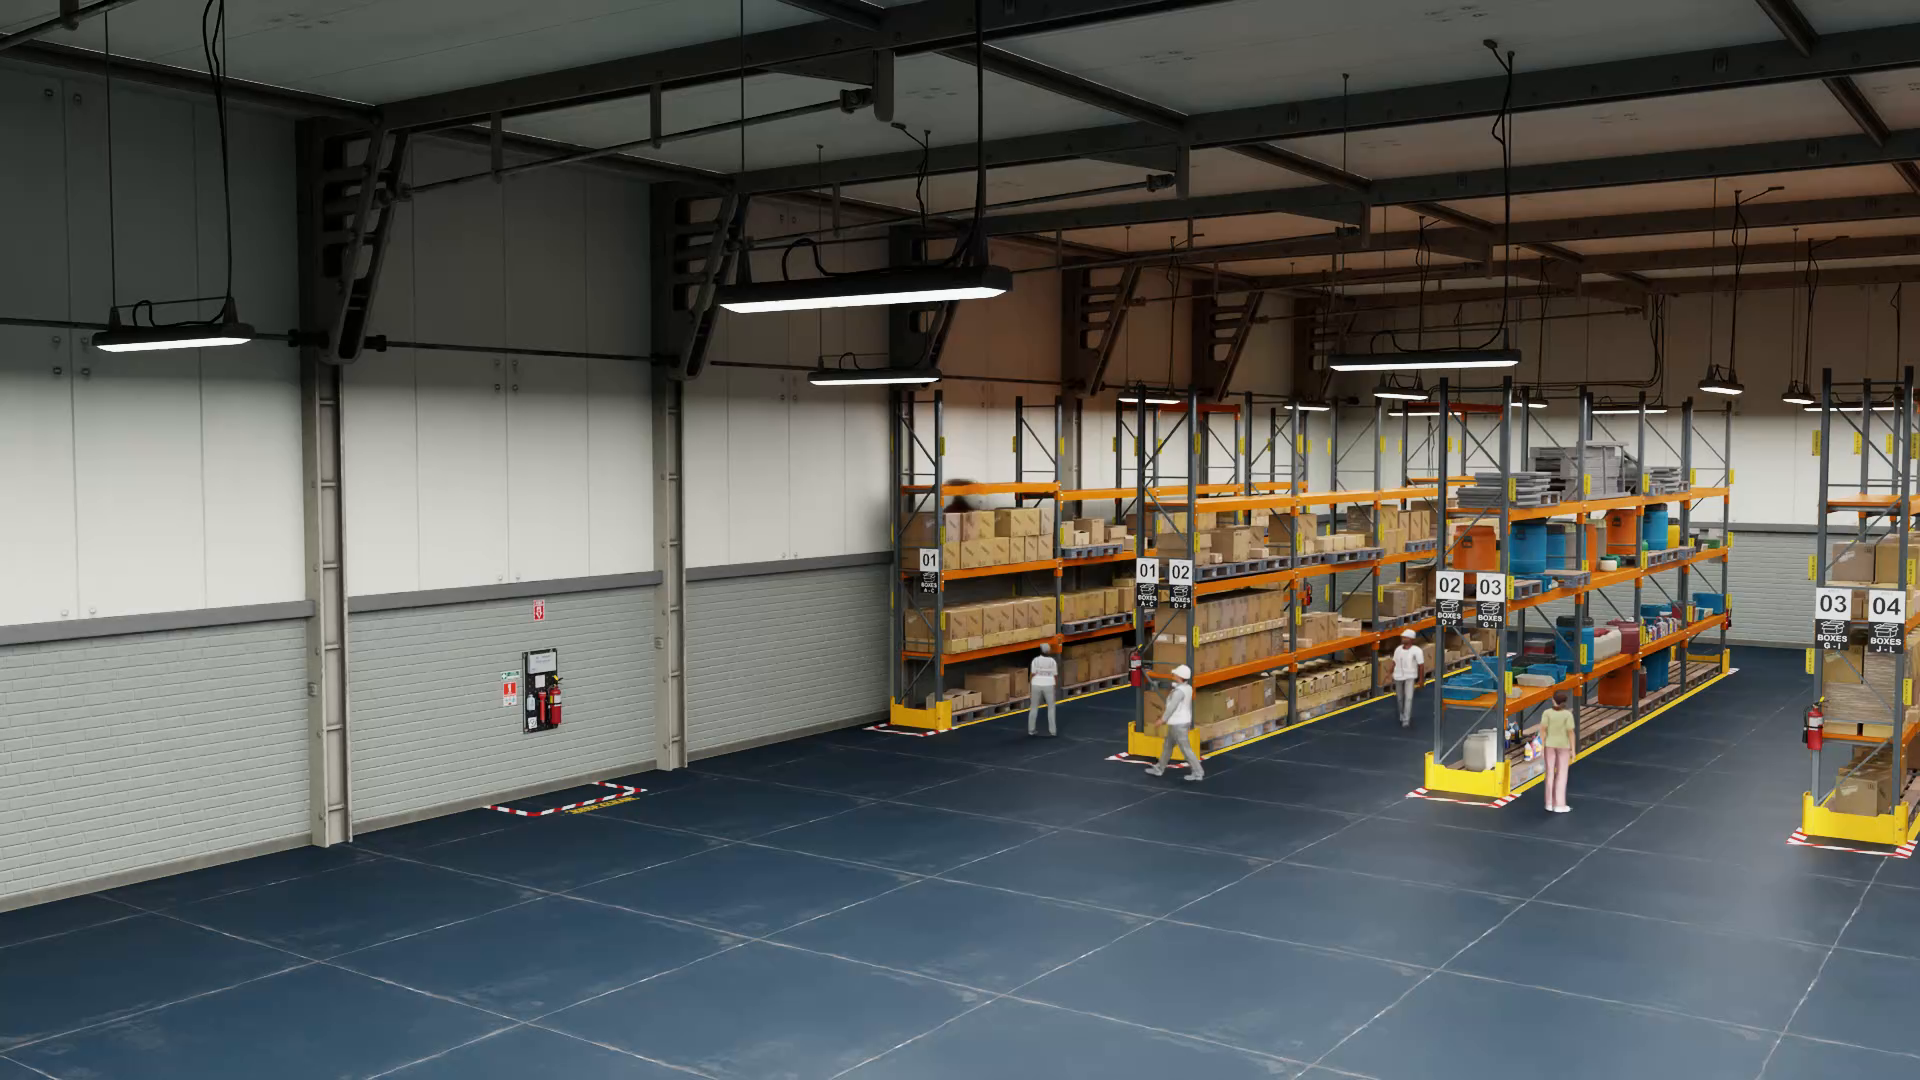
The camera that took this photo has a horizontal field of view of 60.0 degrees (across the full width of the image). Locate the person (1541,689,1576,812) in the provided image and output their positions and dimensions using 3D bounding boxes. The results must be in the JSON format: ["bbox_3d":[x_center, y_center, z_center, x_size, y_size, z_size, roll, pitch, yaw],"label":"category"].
[{"bbox_3d":[8.189,2.881,22.760,0.461,1.677,0.349,2,4,36],"label":"person"}]

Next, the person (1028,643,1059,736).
[{"bbox_3d":[1.432,2.576,28.749,0.571,1.638,0.465,1,4,24],"label":"person"}]

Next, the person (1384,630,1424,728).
[{"bbox_3d":[7.943,2.468,29.742,0.687,1.727,1.010,1,4,23],"label":"person"}]

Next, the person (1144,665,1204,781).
[{"bbox_3d":[3.182,2.718,24.858,0.978,1.718,0.555,1,3,21],"label":"person"}]

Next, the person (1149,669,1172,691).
[{"bbox_3d":[3.650,2.479,30.064,0.455,1.638,0.983,2,4,33],"label":"person"}]
